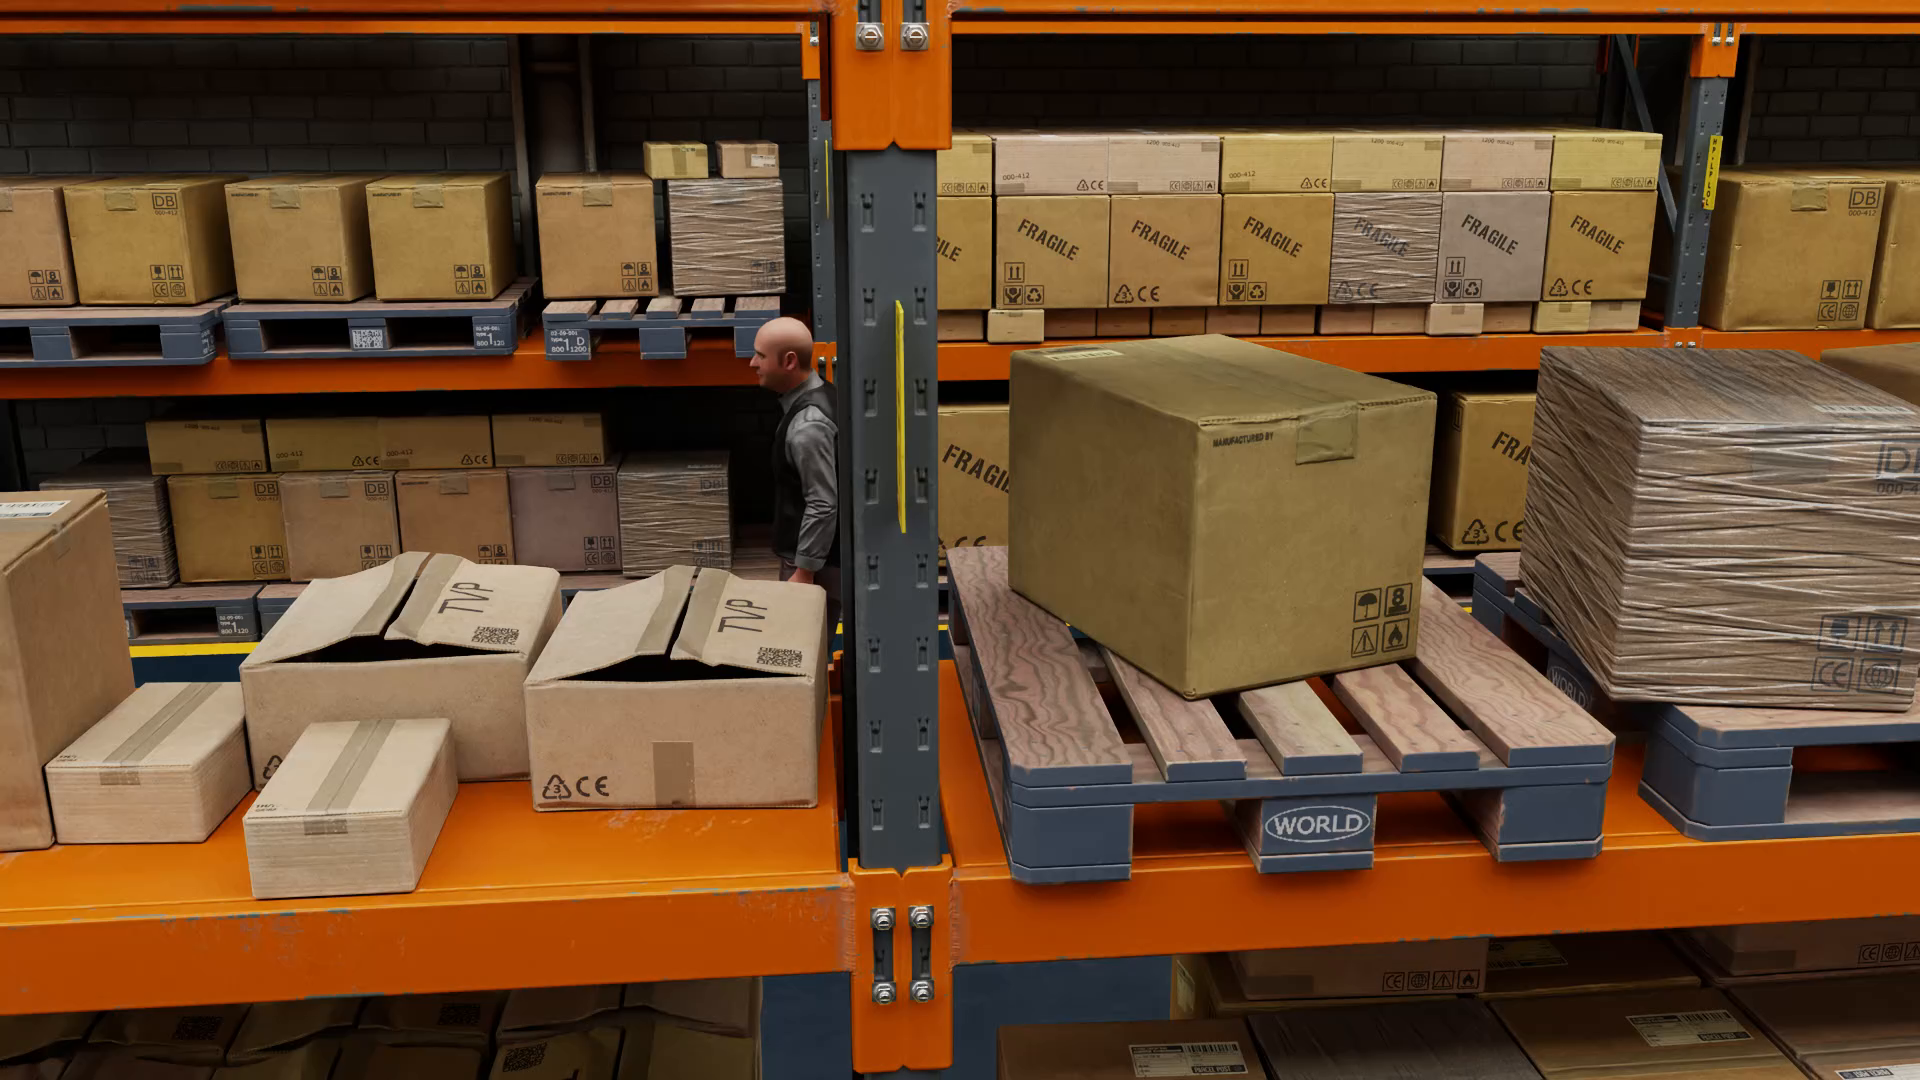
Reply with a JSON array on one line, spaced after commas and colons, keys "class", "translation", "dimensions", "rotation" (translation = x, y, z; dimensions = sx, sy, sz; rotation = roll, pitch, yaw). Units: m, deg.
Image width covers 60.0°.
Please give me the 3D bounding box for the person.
[{"class": "person", "translation": [-0.514, 0.069, 5.851], "dimensions": [0.419, 1.720, 0.578], "rotation": [-2, 17, -7]}]
